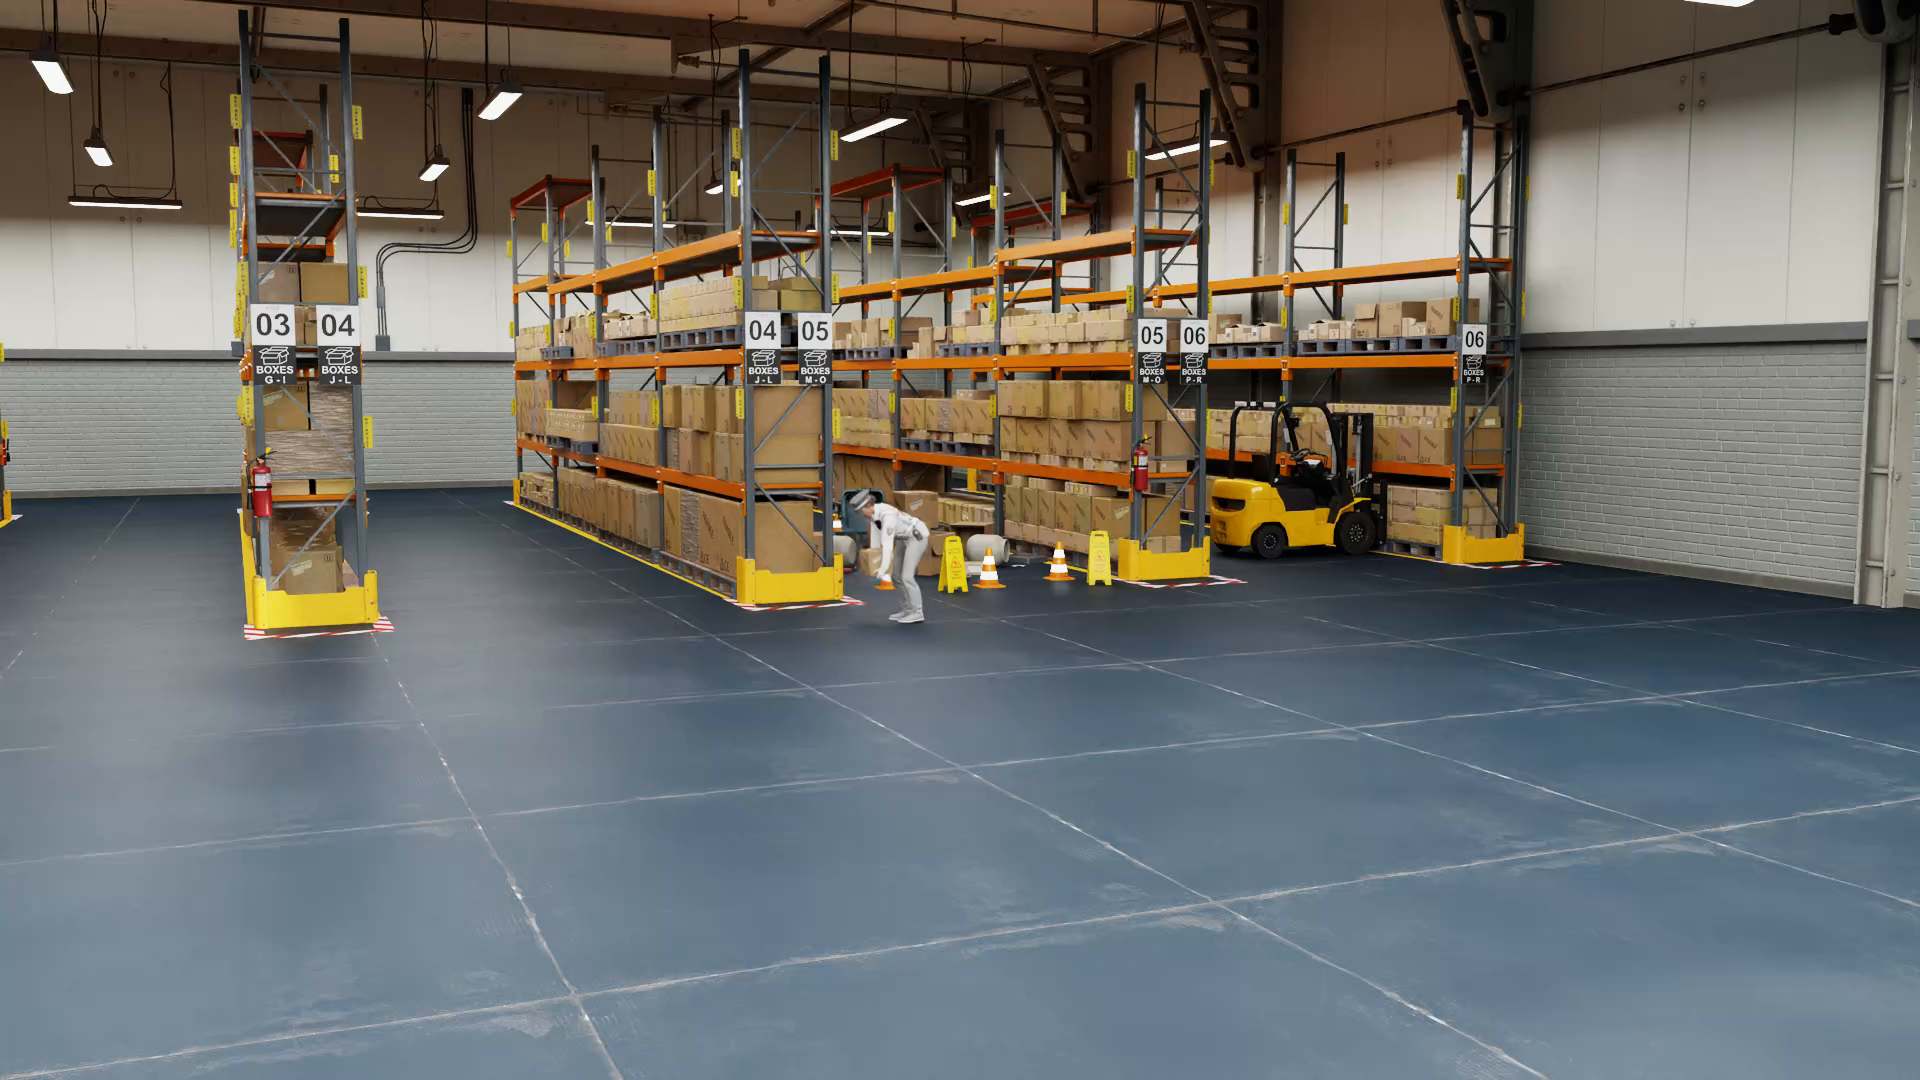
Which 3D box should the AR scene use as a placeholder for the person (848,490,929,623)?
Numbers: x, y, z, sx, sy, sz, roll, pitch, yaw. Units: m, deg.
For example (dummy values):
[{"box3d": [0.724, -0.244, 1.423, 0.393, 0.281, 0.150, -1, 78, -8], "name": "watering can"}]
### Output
[{"box3d": [-0.730, 0.166, 16.886, 0.857, 1.363, 0.409, -3, 6, -25], "name": "person"}]
